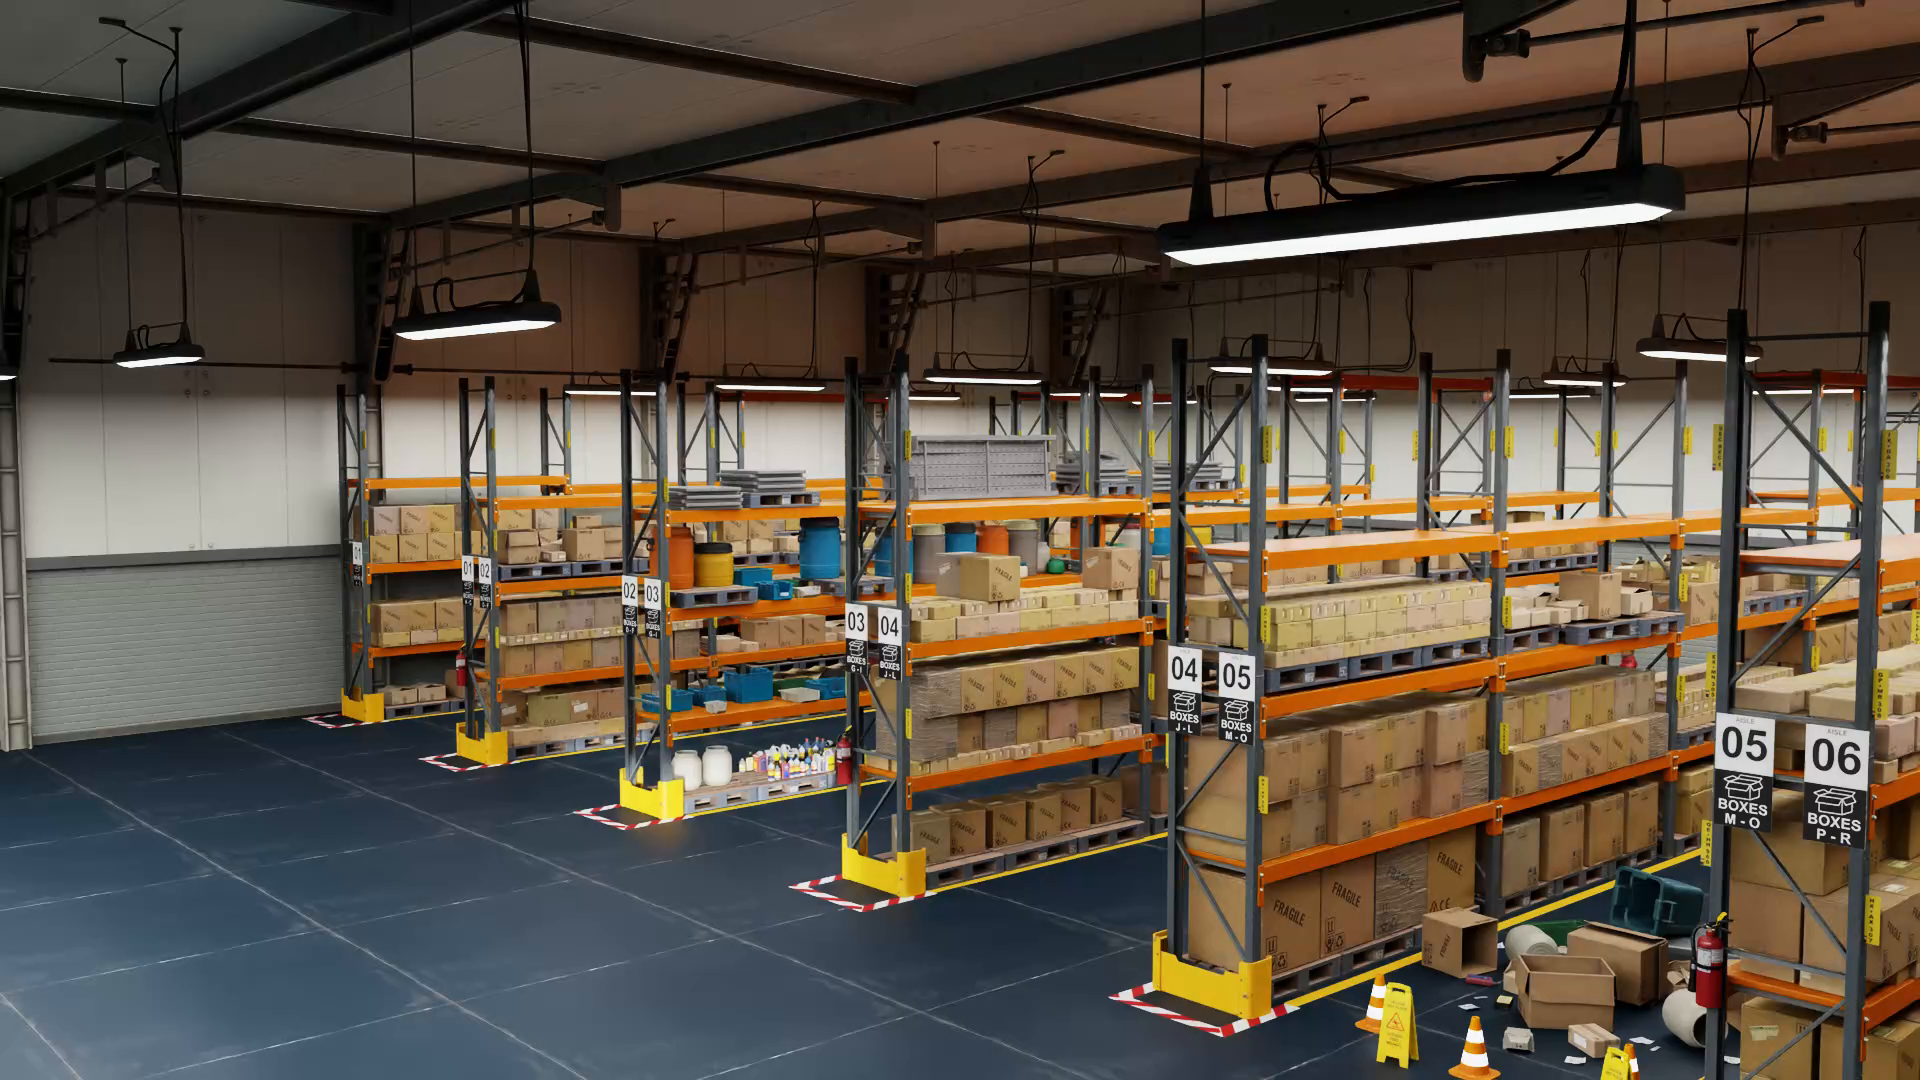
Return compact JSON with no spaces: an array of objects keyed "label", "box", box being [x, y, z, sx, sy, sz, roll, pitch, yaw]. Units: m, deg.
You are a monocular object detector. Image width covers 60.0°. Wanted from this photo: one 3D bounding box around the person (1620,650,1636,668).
[{"label":"person","box":[10.791,2.530,27.005,0.534,1.717,0.530,-4,5,-44]}]
